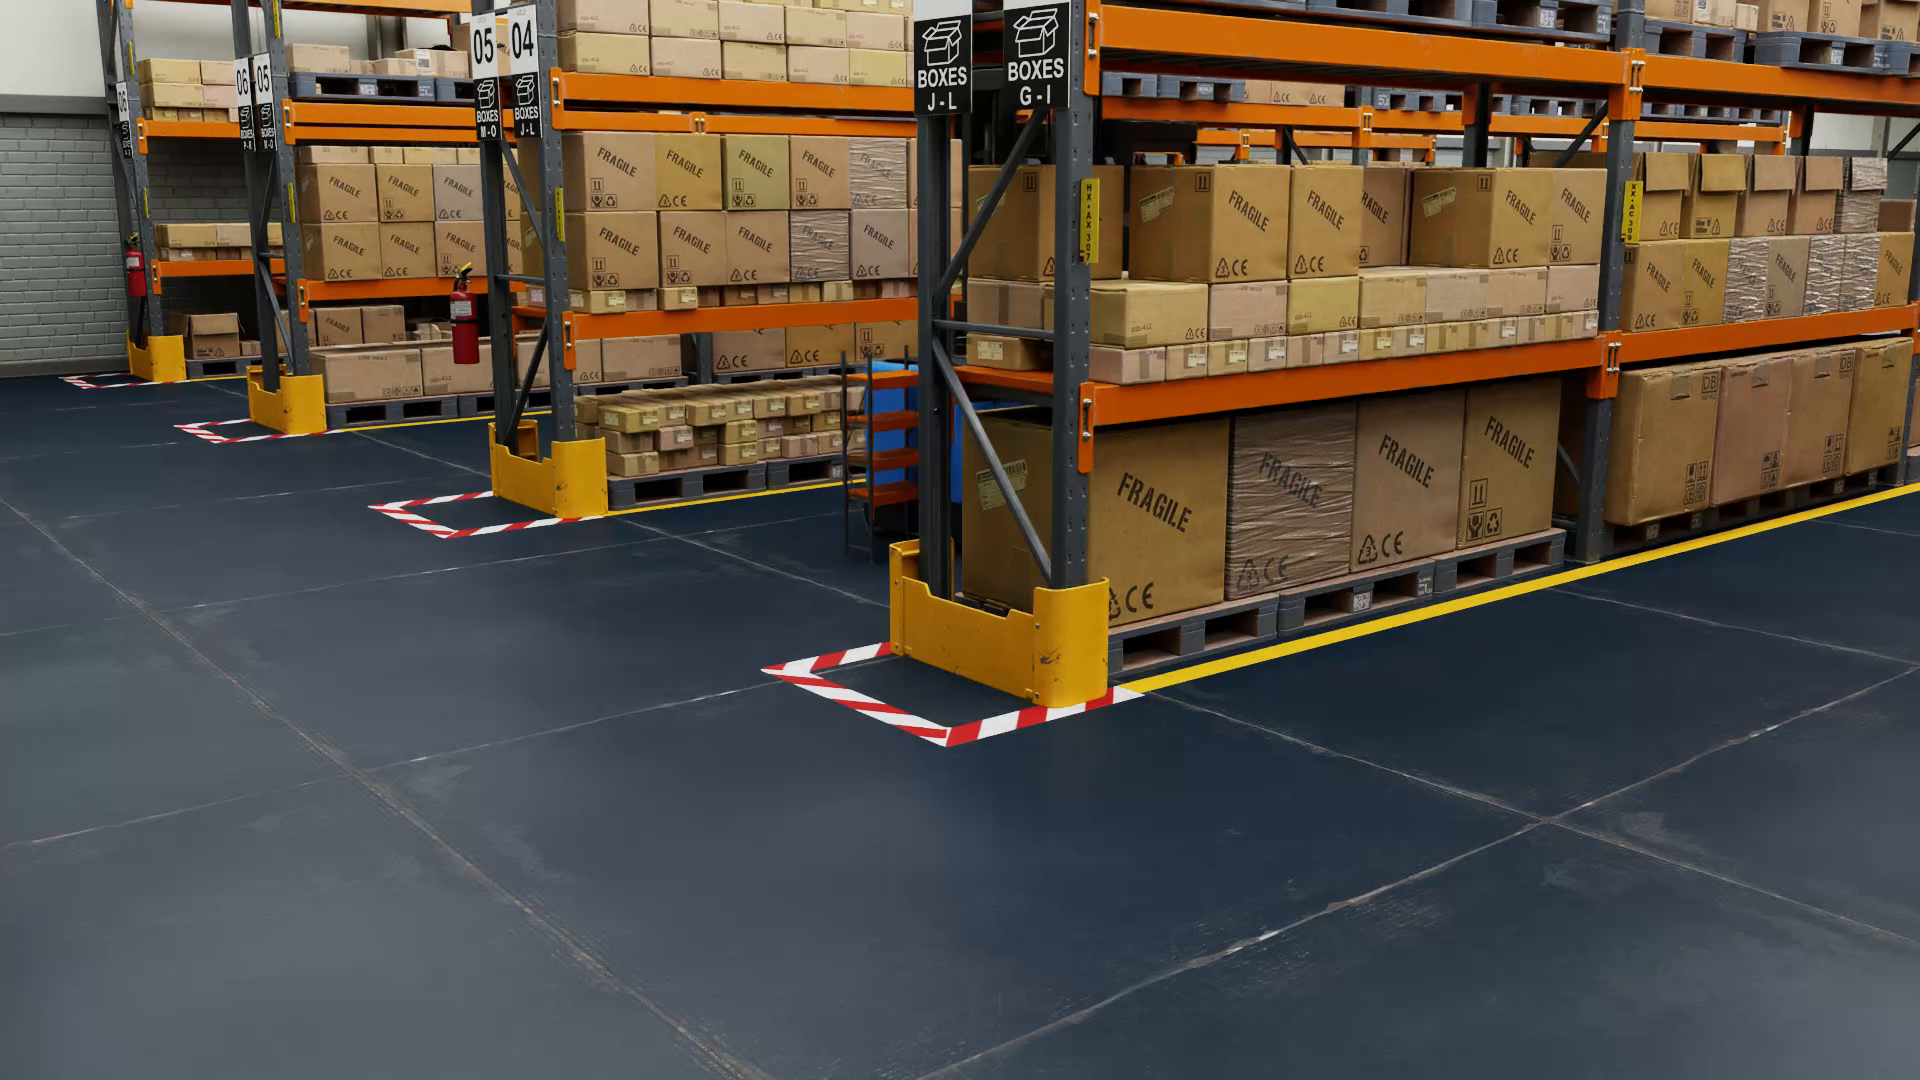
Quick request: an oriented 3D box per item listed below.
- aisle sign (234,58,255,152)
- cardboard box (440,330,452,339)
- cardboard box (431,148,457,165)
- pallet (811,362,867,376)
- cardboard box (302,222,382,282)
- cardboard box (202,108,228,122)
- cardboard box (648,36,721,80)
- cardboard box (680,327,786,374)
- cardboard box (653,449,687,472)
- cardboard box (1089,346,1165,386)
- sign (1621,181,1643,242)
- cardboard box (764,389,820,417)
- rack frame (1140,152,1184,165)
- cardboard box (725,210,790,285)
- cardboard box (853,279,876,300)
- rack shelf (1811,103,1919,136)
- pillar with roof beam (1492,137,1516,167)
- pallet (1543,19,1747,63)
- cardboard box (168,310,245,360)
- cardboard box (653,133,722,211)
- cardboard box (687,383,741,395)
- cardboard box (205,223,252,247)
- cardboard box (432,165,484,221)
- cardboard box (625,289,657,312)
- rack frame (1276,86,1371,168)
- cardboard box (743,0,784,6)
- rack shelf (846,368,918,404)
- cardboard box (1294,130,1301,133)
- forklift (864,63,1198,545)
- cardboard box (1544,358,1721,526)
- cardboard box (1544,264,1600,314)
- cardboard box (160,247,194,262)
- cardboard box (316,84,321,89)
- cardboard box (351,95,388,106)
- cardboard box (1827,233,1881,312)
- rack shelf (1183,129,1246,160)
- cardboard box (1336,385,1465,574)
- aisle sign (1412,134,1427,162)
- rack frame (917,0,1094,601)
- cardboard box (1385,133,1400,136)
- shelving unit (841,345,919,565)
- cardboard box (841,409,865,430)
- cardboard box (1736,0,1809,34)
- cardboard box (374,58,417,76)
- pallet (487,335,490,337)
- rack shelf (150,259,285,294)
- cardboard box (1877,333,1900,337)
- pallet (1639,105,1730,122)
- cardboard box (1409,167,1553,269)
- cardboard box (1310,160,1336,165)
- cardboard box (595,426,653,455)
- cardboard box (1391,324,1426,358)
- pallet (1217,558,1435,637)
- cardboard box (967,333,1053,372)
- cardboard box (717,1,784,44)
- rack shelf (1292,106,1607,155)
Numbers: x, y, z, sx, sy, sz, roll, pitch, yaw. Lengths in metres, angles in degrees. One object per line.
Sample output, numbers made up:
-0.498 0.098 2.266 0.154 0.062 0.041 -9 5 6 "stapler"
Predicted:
-6.272 -3.807 14.576 0.004 0.787 0.394 -9 15 -38 "aisle sign"
-6.254 -2.509 20.574 0.250 0.149 0.380 -10 16 -39 "cardboard box"
-4.771 -3.491 15.138 0.250 0.149 0.380 -9 15 -37 "cardboard box"
-1.390 -1.921 18.666 1.213 0.211 1.003 -9 15 -38 "pallet"
-5.468 -2.559 14.717 0.500 0.500 0.500 -10 15 -38 "cardboard box"
-8.333 -4.716 18.498 0.250 0.149 0.380 -9 15 -37 "cardboard box"
-1.927 -3.183 11.036 0.500 0.250 0.500 -9 15 -36 "cardboard box"
-2.465 -2.273 17.715 0.875 0.875 0.875 -9 15 -36 "cardboard box"
-2.089 -0.579 11.485 0.250 0.149 0.380 -10 15 -38 "cardboard box"
0.652 -0.756 7.075 0.250 0.149 0.380 -9 15 -37 "cardboard box"
3.640 -1.778 9.007 0.005 0.325 0.100 -9 15 -38 "sign"
-1.214 -0.993 12.005 0.250 0.149 0.380 -9 15 -37 "cardboard box"
3.368 -5.375 28.220 0.127 3.000 1.000 -9 15 -38 "rack frame"
-1.535 -2.047 11.592 0.500 0.500 0.500 -9 15 -37 "cardboard box"
-0.826 -1.856 12.250 0.250 0.149 0.380 -10 15 -38 "cardboard box"
7.977 -3.300 12.958 4.000 0.370 1.077 -9 15 -38 "rack shelf"
14.321 -9.224 31.904 0.400 9.000 9.100 -9 15 -38 "pillar with roof beam"
3.977 -2.907 9.834 1.217 0.209 0.805 -10 16 -40 "pallet"
-8.589 -2.347 18.959 0.637 0.503 0.797 -10 16 -40 "cardboard box"
-1.945 -2.470 11.174 0.500 0.500 0.500 -9 15 -36 "cardboard box"
-1.824 -1.061 12.323 0.250 0.149 0.380 -9 15 -36 "cardboard box"
-8.210 -3.452 18.807 0.500 0.250 0.500 -9 15 -37 "cardboard box"
-4.673 -3.184 15.256 0.500 0.500 0.500 -10 15 -38 "cardboard box"
-2.220 -1.610 11.095 0.250 0.149 0.380 -9 15 -36 "cardboard box"
3.396 -2.742 15.823 0.127 3.000 1.000 -9 15 -38 "rack frame"
-1.397 -3.697 11.296 0.250 0.149 0.380 -9 15 -36 "cardboard box"
-0.408 -0.883 9.509 0.258 0.148 0.480 12 17 44 "rack shelf"
4.329 -5.497 22.180 0.250 0.149 0.380 -9 15 -36 "cardboard box"
0.801 -1.616 10.681 1.130 2.935 3.031 12 17 44 "forklift"
3.779 -0.658 10.111 0.875 0.875 1.225 -9 15 -37 "cardboard box"
3.111 -1.378 9.042 0.500 0.250 0.500 -10 15 -39 "cardboard box"
-8.698 -3.174 18.460 0.250 0.149 0.380 -10 15 -38 "cardboard box"
-7.438 -5.298 19.076 0.500 0.250 0.500 -9 15 -36 "cardboard box"
-7.029 -5.120 19.444 0.500 0.250 0.500 -9 15 -36 "cardboard box"
5.792 -1.806 11.171 0.500 0.500 0.500 -10 15 -38 "cardboard box"
1.786 -4.907 20.527 4.000 0.370 1.077 -9 15 -38 "rack shelf"
2.024 -0.383 8.813 0.875 0.875 0.875 -9 15 -38 "cardboard box"
6.701 -5.803 23.977 0.004 0.787 0.394 -9 15 -38 "aisle sign"
0.169 -0.887 7.084 0.127 3.000 1.000 -9 15 -38 "rack frame"
5.965 -5.756 23.400 0.250 0.149 0.380 -9 15 -36 "cardboard box"
-0.408 -0.499 9.590 0.258 1.200 0.503 12 17 44 "shelving unit"
-0.842 -0.928 12.415 0.250 0.149 0.380 -10 16 -40 "cardboard box"
4.834 -3.380 10.342 0.637 0.503 0.797 -10 15 -38 "cardboard box"
-5.029 -4.197 14.803 0.250 0.149 0.380 -9 15 -36 "cardboard box"
-5.391 -2.565 21.702 1.213 0.211 1.003 -9 15 -38 "pallet"
-7.564 -3.206 19.739 4.000 0.370 1.077 -9 15 -38 "rack shelf"
7.328 -1.446 12.873 0.500 0.250 0.500 -7 14 -31 "cardboard box"
8.117 -4.947 19.198 1.213 0.211 1.003 -9 15 -38 "pallet"
2.706 -1.677 8.647 0.500 0.500 0.500 -9 15 -37 "cardboard box"
4.649 -4.880 22.526 0.500 0.500 0.700 -10 15 -39 "cardboard box"
-2.282 -0.687 11.280 0.250 0.149 0.380 -9 15 -35 "cardboard box"
2.056 -0.991 8.177 0.250 0.149 0.380 -9 15 -37 "cardboard box"
1.696 0.203 8.663 1.213 0.211 1.003 -9 15 -38 "pallet"
0.241 -0.864 7.579 0.250 0.149 0.380 -9 15 -37 "cardboard box"
-1.537 -3.489 11.275 0.500 0.250 0.500 -9 15 -37 "cardboard box"
4.958 -4.117 16.808 4.000 0.370 1.077 -9 15 -38 "rack shelf"
